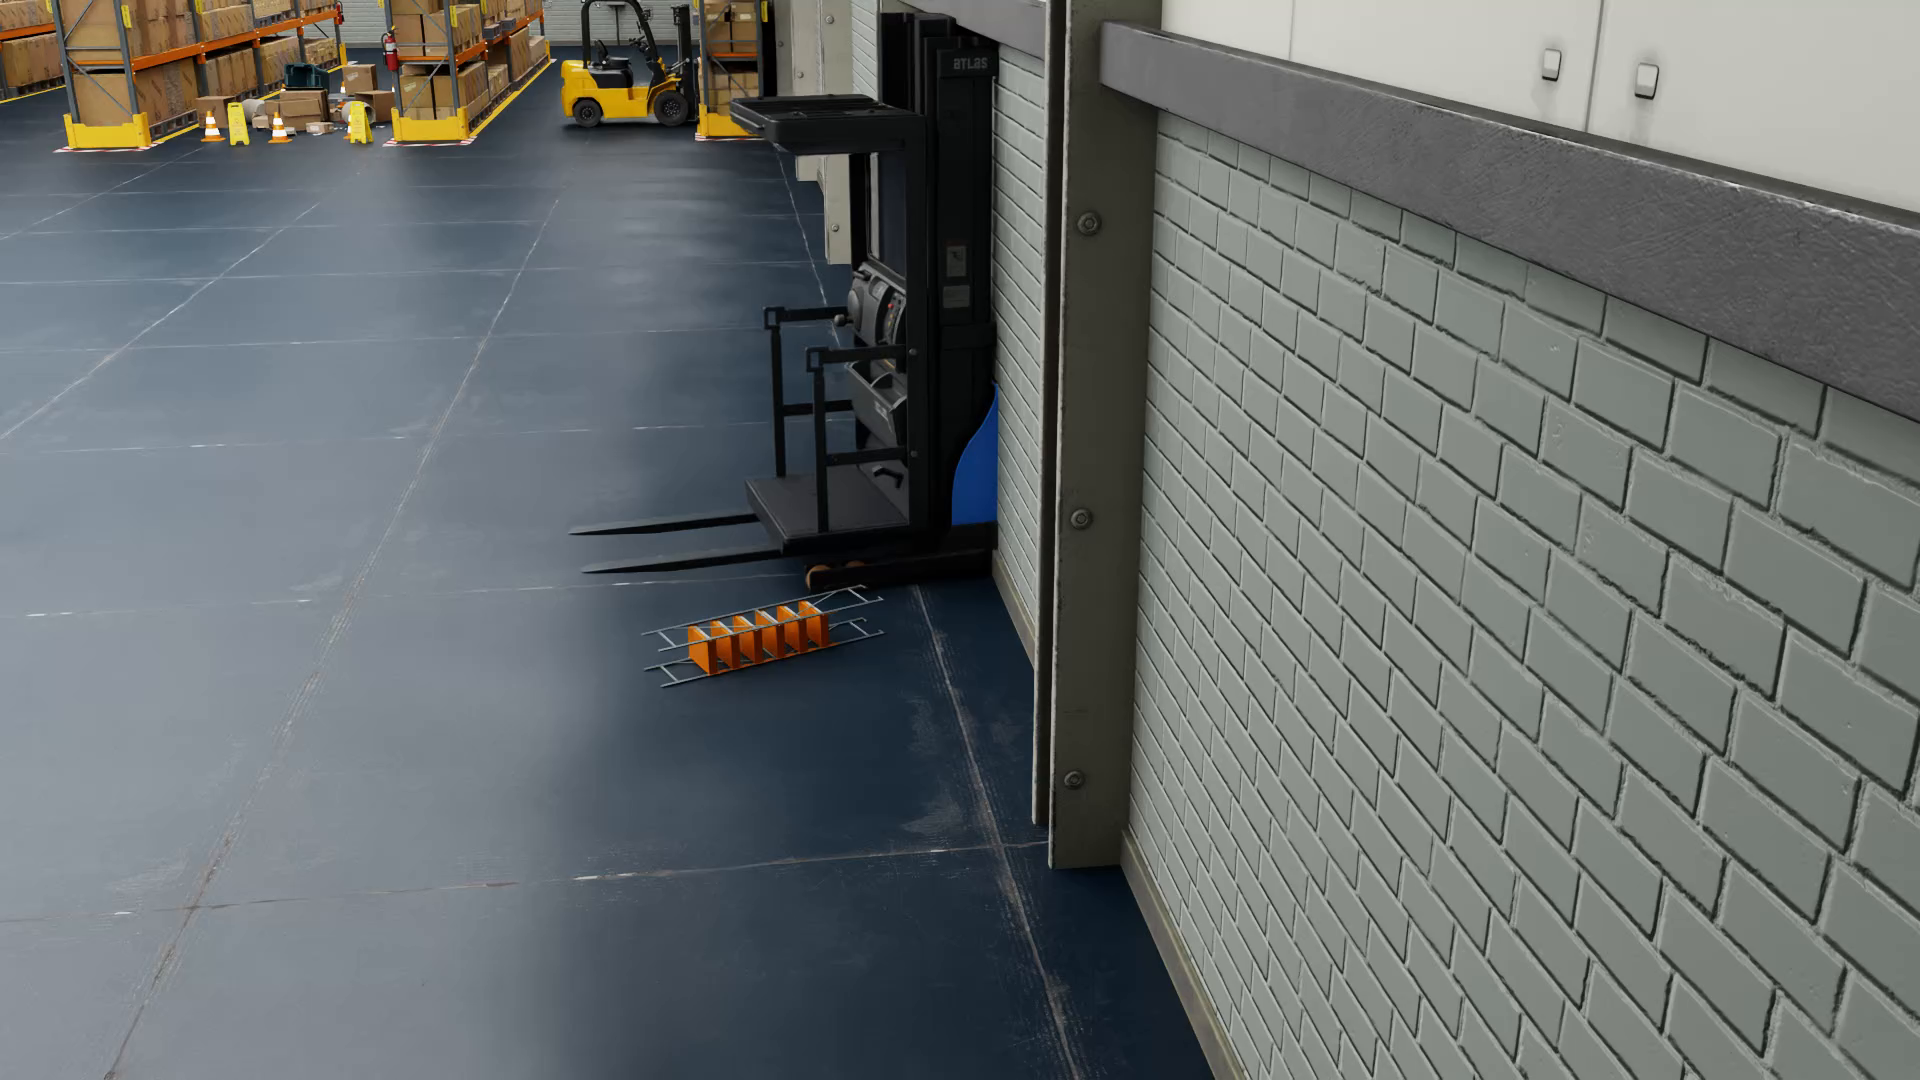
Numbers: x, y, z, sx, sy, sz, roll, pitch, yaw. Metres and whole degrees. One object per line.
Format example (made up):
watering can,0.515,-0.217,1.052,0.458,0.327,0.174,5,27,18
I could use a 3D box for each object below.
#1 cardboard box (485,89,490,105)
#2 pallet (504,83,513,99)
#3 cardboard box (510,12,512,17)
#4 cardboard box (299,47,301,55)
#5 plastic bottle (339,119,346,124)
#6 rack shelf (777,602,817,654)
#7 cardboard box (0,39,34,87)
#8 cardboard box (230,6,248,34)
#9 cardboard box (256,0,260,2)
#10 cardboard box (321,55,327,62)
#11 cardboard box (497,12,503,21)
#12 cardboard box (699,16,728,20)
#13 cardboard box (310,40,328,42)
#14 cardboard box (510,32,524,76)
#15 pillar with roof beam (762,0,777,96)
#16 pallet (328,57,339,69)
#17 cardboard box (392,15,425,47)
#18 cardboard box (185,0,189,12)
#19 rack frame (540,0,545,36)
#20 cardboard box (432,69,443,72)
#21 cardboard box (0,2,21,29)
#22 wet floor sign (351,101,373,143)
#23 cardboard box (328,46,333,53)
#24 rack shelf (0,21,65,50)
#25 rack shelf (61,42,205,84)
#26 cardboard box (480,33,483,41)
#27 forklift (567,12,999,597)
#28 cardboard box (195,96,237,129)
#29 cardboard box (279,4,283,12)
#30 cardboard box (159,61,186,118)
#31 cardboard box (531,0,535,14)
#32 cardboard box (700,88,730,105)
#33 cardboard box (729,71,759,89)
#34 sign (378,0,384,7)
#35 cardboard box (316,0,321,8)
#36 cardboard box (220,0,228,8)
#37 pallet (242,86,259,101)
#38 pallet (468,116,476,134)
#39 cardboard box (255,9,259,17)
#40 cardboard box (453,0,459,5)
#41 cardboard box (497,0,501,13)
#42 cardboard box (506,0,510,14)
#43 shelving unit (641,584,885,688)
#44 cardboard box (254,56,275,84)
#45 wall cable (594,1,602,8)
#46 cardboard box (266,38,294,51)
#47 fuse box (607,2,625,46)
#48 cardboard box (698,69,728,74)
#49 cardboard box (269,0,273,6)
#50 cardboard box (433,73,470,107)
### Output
cardboard box,-8.917,-8.097,30.439,0.500,0.250,0.500,-2,21,-5
pallet,-9.734,-9.188,34.014,1.003,0.211,1.213,-3,21,-8
cardboard box,-9.758,-11.054,35.238,0.500,0.250,0.500,-4,21,-9
cardboard box,-15.150,-11.135,37.865,0.380,0.149,0.250,-2,21,-6
plastic bottle,-10.938,-7.462,29.608,0.133,0.061,0.283,1,20,2
rack shelf,-0.816,0.433,8.281,0.103,0.180,0.258,-12,24,-29
cardboard box,-19.730,-9.706,33.854,1.225,0.875,0.875,-4,21,-10
cardboard box,-14.328,-10.212,32.628,0.500,0.500,0.500,-3,21,-8
cardboard box,-14.676,-11.186,34.287,0.380,0.149,0.250,-3,21,-8
cardboard box,-15.343,-11.494,39.678,0.380,0.149,0.250,-3,21,-7
cardboard box,-9.292,-10.386,32.995,0.380,0.149,0.250,-3,21,-7
cardboard box,-4.334,-8.982,29.334,0.500,0.500,0.500,-3,21,-7
cardboard box,-15.438,-11.953,40.057,0.380,0.149,0.250,-4,21,-10
cardboard box,-9.987,-10.519,36.028,0.875,0.875,0.875,-3,21,-7
pillar with roof beam,-8.114,-13.204,32.207,9.100,9.000,0.400,-3,21,-8
pallet,-15.789,-11.634,40.564,1.003,0.211,1.213,-3,21,-8
cardboard box,-9.043,-8.355,27.231,0.500,0.500,0.500,-3,21,-9
cardboard box,-14.133,-9.542,29.219,0.875,0.550,0.550,-3,21,-8
rack frame,-10.998,-13.535,41.667,1.000,3.000,0.127,-3,21,-8
cardboard box,-9.210,-7.875,28.771,0.500,0.500,0.500,-3,21,-9
cardboard box,-19.529,-10.672,33.860,0.500,0.500,0.500,-3,21,-9
wet floor sign,-9.723,-6.772,26.926,0.267,0.644,0.232,4,21,11
cardboard box,-15.447,-11.902,40.346,0.380,0.149,0.250,-4,21,-10
rack shelf,-19.940,-10.620,34.893,1.077,0.370,4.000,-3,21,-8
rack shelf,-13.864,-8.066,28.053,1.077,0.370,4.000,-3,21,-8
cardboard box,-8.920,-9.166,30.330,0.380,0.149,0.250,-3,21,-8
forklift,-0.636,-1.277,8.945,3.031,2.935,1.130,-7,22,-18
cardboard box,-12.913,-7.440,28.917,0.500,0.500,0.500,1,20,2
cardboard box,-14.944,-11.554,36.121,0.380,0.149,0.250,-4,21,-11
cardboard box,-13.997,-7.763,28.651,0.875,0.875,0.875,-3,21,-7
cardboard box,-10.364,-12.719,39.341,0.500,0.500,0.500,-3,21,-7
cardboard box,-4.160,-7.542,28.238,0.500,0.250,0.500,-3,21,-8
cardboard box,-3.662,-7.800,28.212,0.500,0.250,0.500,-3,21,-9
sign,-9.244,-8.664,26.521,0.100,0.325,0.005,-3,21,-8
cardboard box,-15.349,-12.767,39.043,0.500,0.500,0.500,-2,21,-5
cardboard box,-14.523,-10.487,31.935,0.700,0.500,0.500,-3,21,-9
pallet,-14.690,-8.897,33.236,1.003,0.211,1.213,-3,21,-8
pallet,-8.785,-6.998,28.151,1.003,0.211,1.213,-3,21,-8
cardboard box,-14.632,-10.817,34.150,0.380,0.149,0.250,-2,21,-5
cardboard box,-9.419,-9.871,29.861,0.700,0.500,0.500,-3,21,-8
cardboard box,-9.345,-10.651,32.779,0.500,0.500,0.500,-4,21,-11
cardboard box,-9.674,-11.117,34.693,0.500,0.250,0.500,-3,21,-8
shelving unit,-0.956,0.463,8.200,1.200,0.189,0.258,-12,24,-29
cardboard box,-14.578,-9.764,34.543,0.500,0.500,0.500,-4,21,-10
wall cable,-10.432,-16.037,46.916,0.588,1.984,0.122,-3,21,-8
cardboard box,-14.887,-10.818,36.295,0.500,0.250,0.500,-2,21,-5
fuse box,-9.734,-14.938,47.265,0.539,1.711,0.414,-3,21,-8
cardboard box,-4.235,-7.944,28.599,0.500,0.250,0.500,-3,21,-7
cardboard box,-14.830,-11.415,35.326,0.380,0.149,0.250,-2,21,-6
cardboard box,-8.538,-7.556,27.918,0.500,0.500,0.500,-4,21,-10
